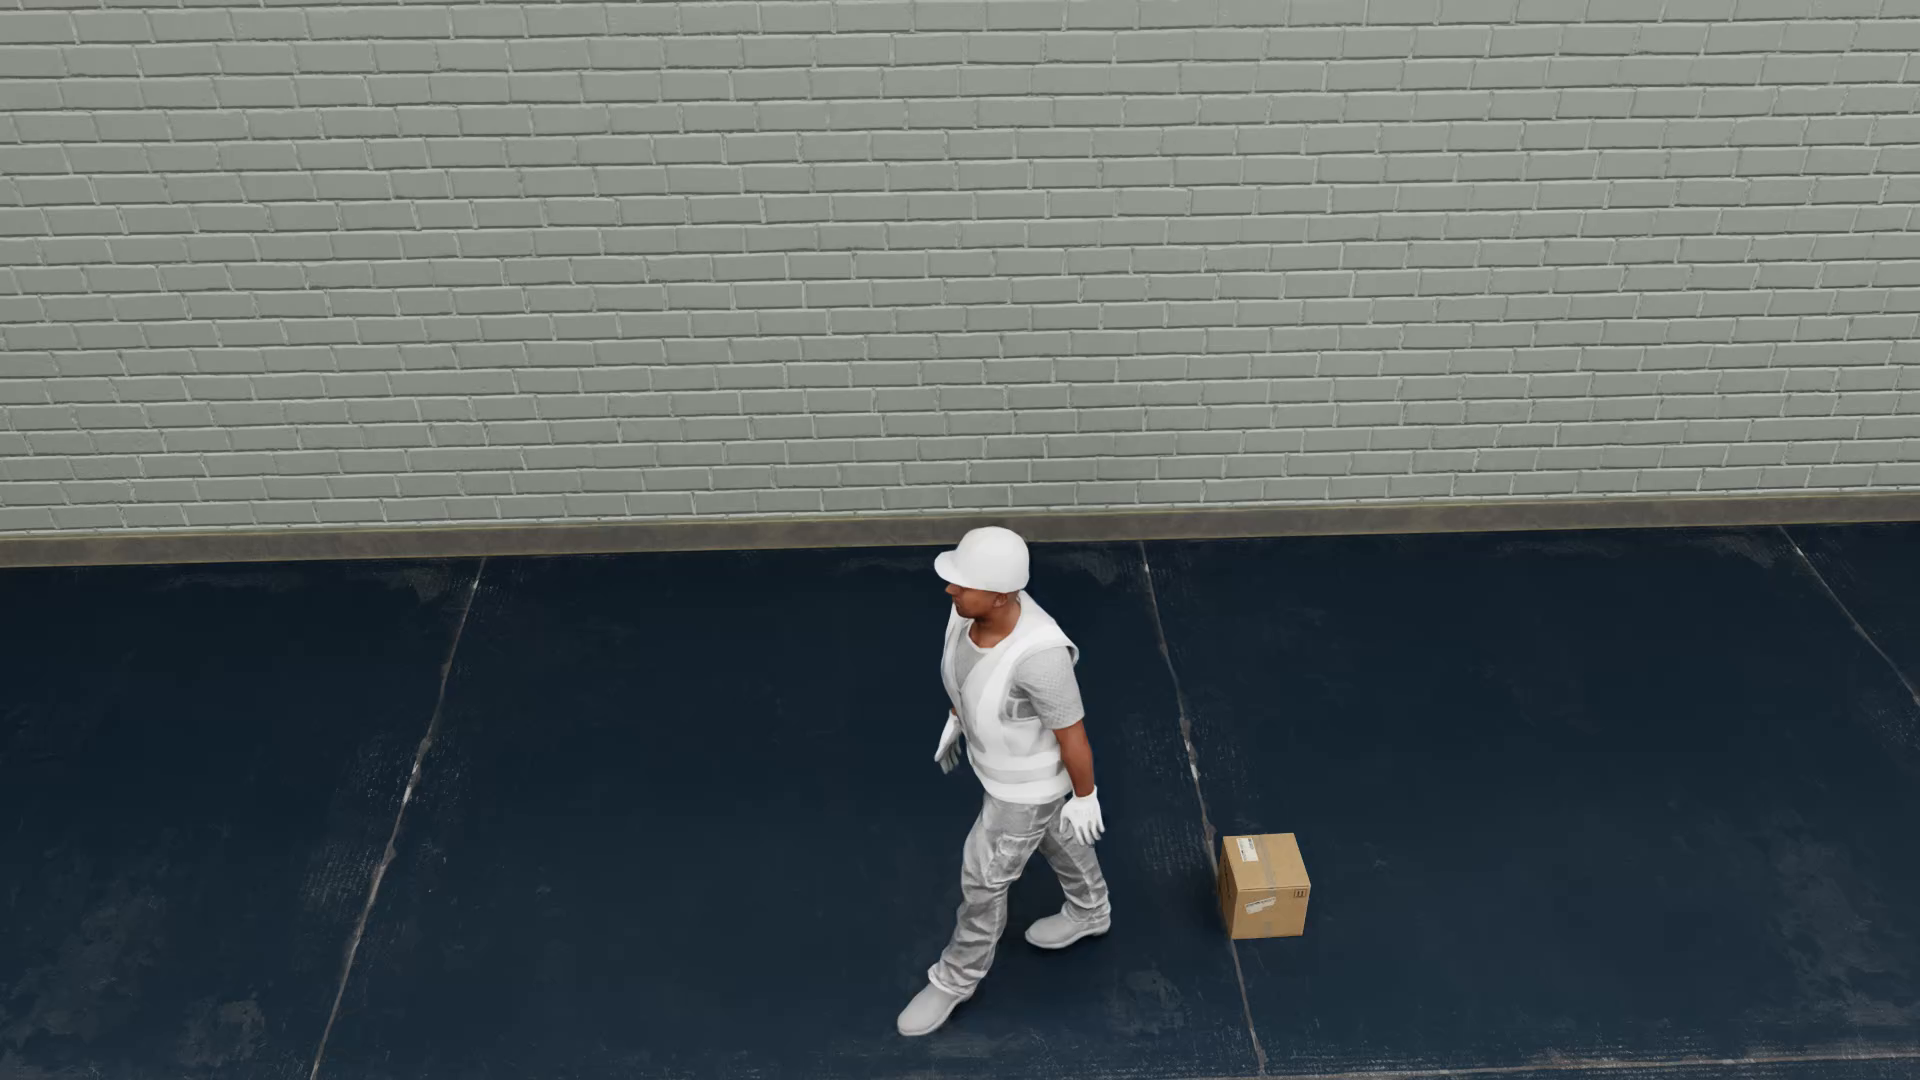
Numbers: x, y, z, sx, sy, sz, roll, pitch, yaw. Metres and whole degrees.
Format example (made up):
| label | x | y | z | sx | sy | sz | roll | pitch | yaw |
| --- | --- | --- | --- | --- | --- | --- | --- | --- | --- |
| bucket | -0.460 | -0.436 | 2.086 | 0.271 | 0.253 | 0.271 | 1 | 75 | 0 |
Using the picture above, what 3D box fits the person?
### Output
| label | x | y | z | sx | sy | sz | roll | pitch | yaw |
| --- | --- | --- | --- | --- | --- | --- | --- | --- | --- |
| person | 0.129 | 0.698 | 5.129 | 0.819 | 1.770 | 0.592 | -11 | 36 | -15 |
